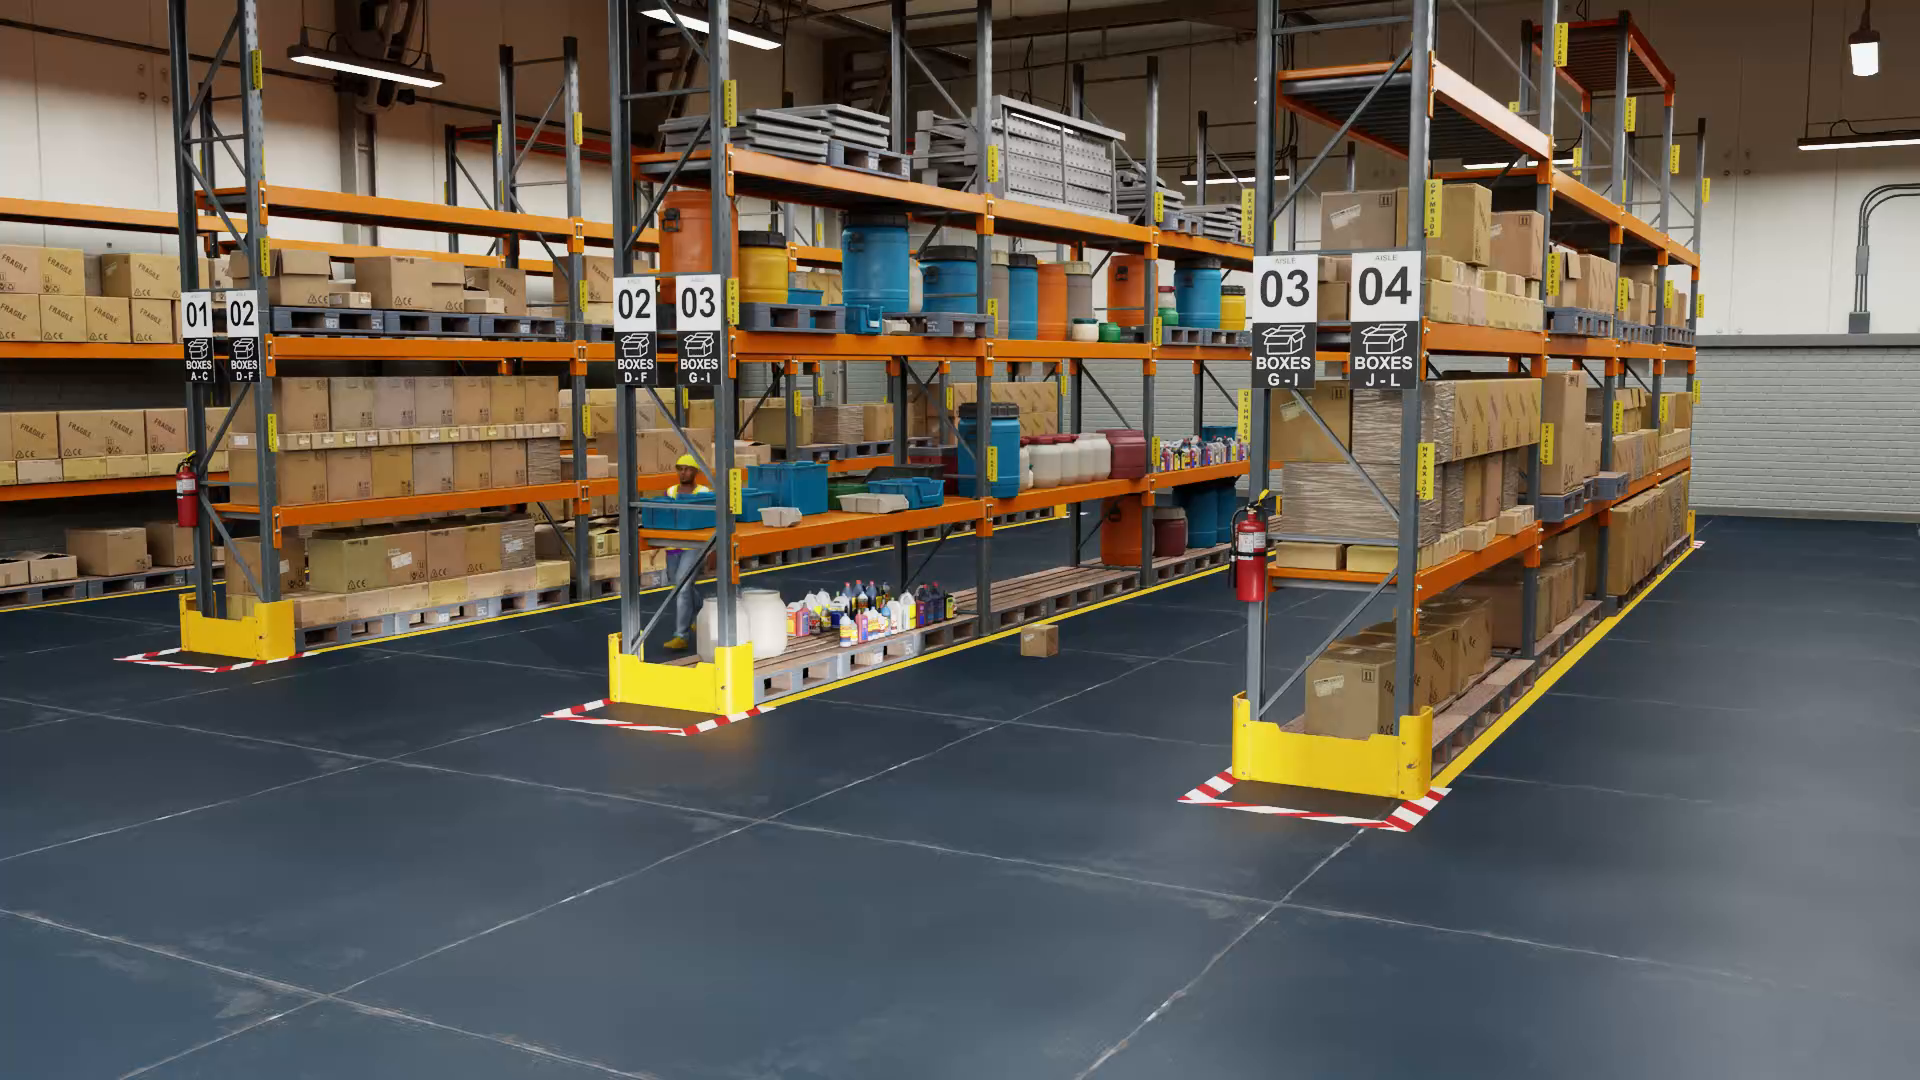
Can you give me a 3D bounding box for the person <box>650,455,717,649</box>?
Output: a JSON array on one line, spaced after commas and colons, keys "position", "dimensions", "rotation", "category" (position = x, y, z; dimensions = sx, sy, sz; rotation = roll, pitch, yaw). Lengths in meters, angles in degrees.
[{"position": [-2.489, 0.087, 15.154], "dimensions": [0.551, 1.733, 0.992], "rotation": [3, 7, 26], "category": "person"}]
